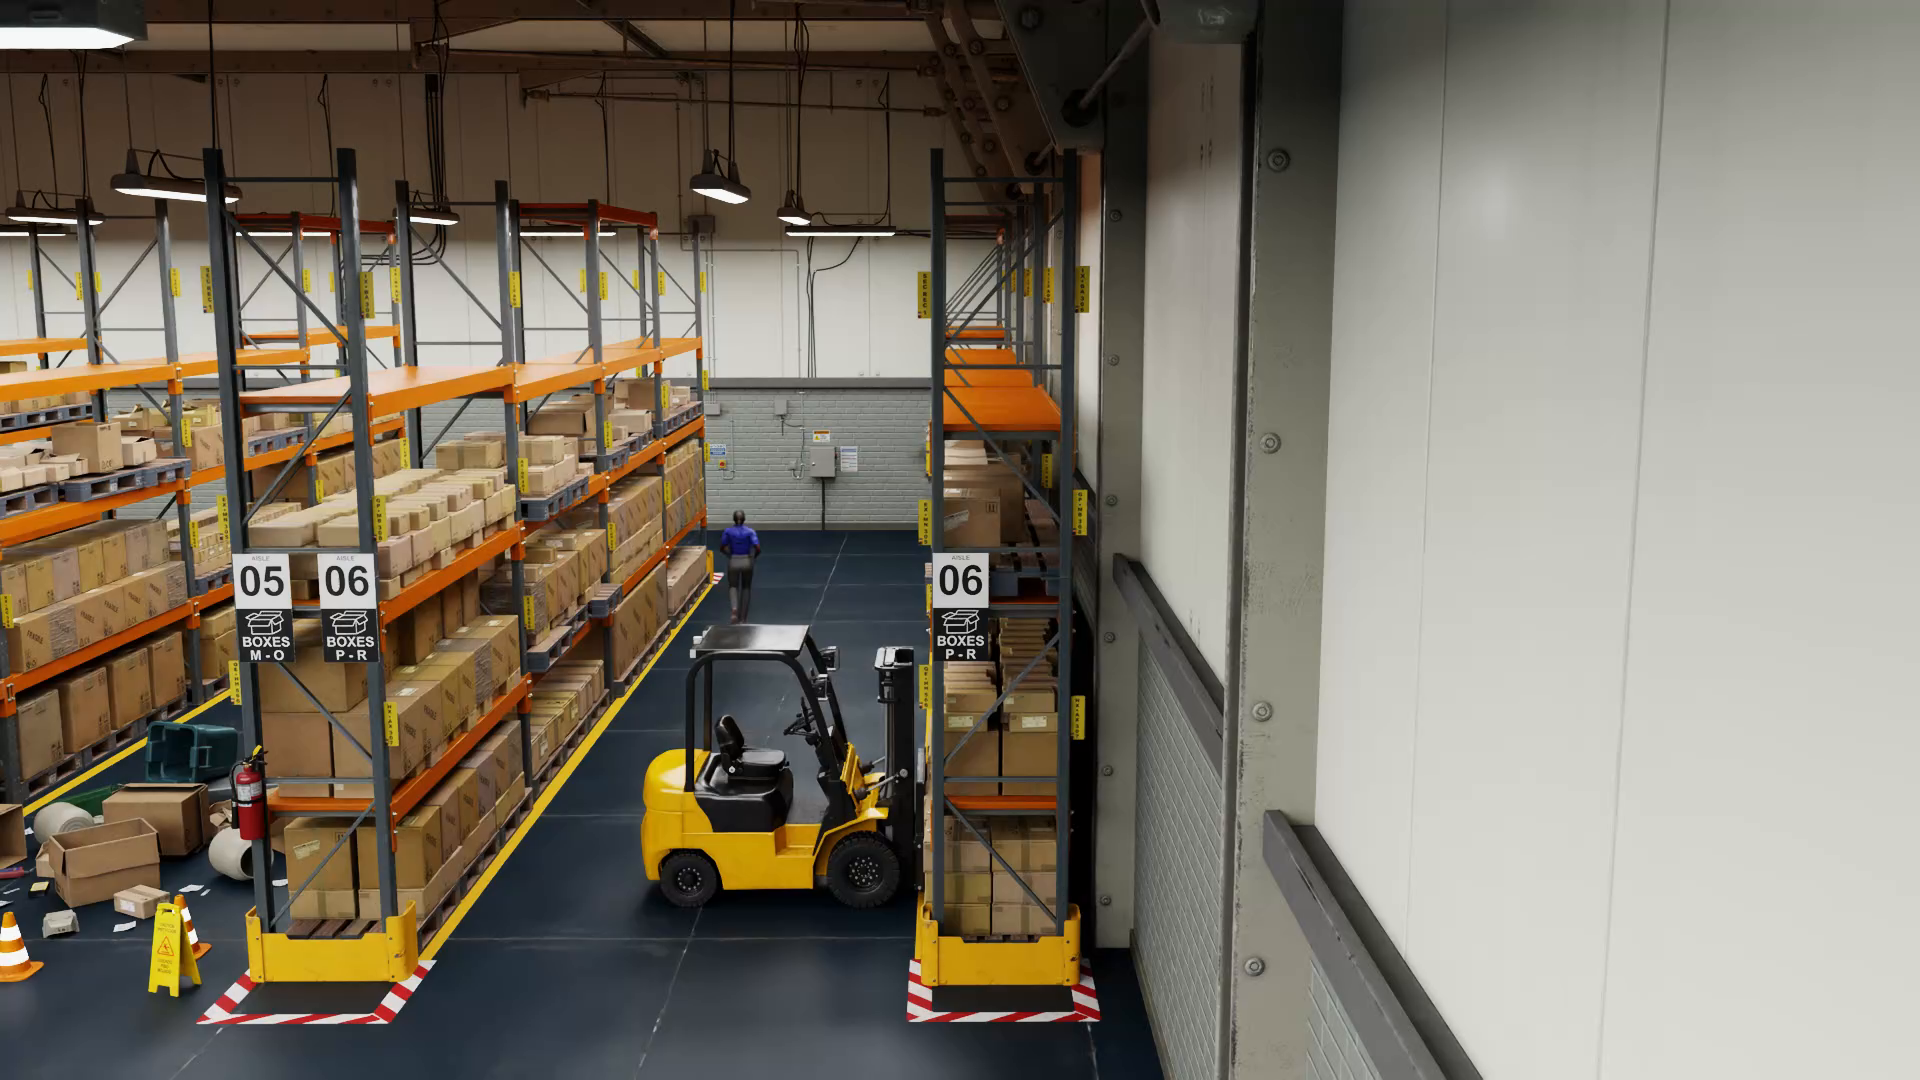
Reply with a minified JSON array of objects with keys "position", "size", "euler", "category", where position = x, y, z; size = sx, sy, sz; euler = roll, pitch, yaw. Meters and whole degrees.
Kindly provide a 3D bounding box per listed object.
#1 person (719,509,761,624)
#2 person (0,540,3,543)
[{"position":[-3.068,0.413,23.273],"size":[0.575,1.521,0.522],"euler":[-1,9,-5],"category":"person"},{"position":[-13.058,0.724,22.620],"size":[0.640,1.756,0.998],"euler":[0,9,2],"category":"person"}]
